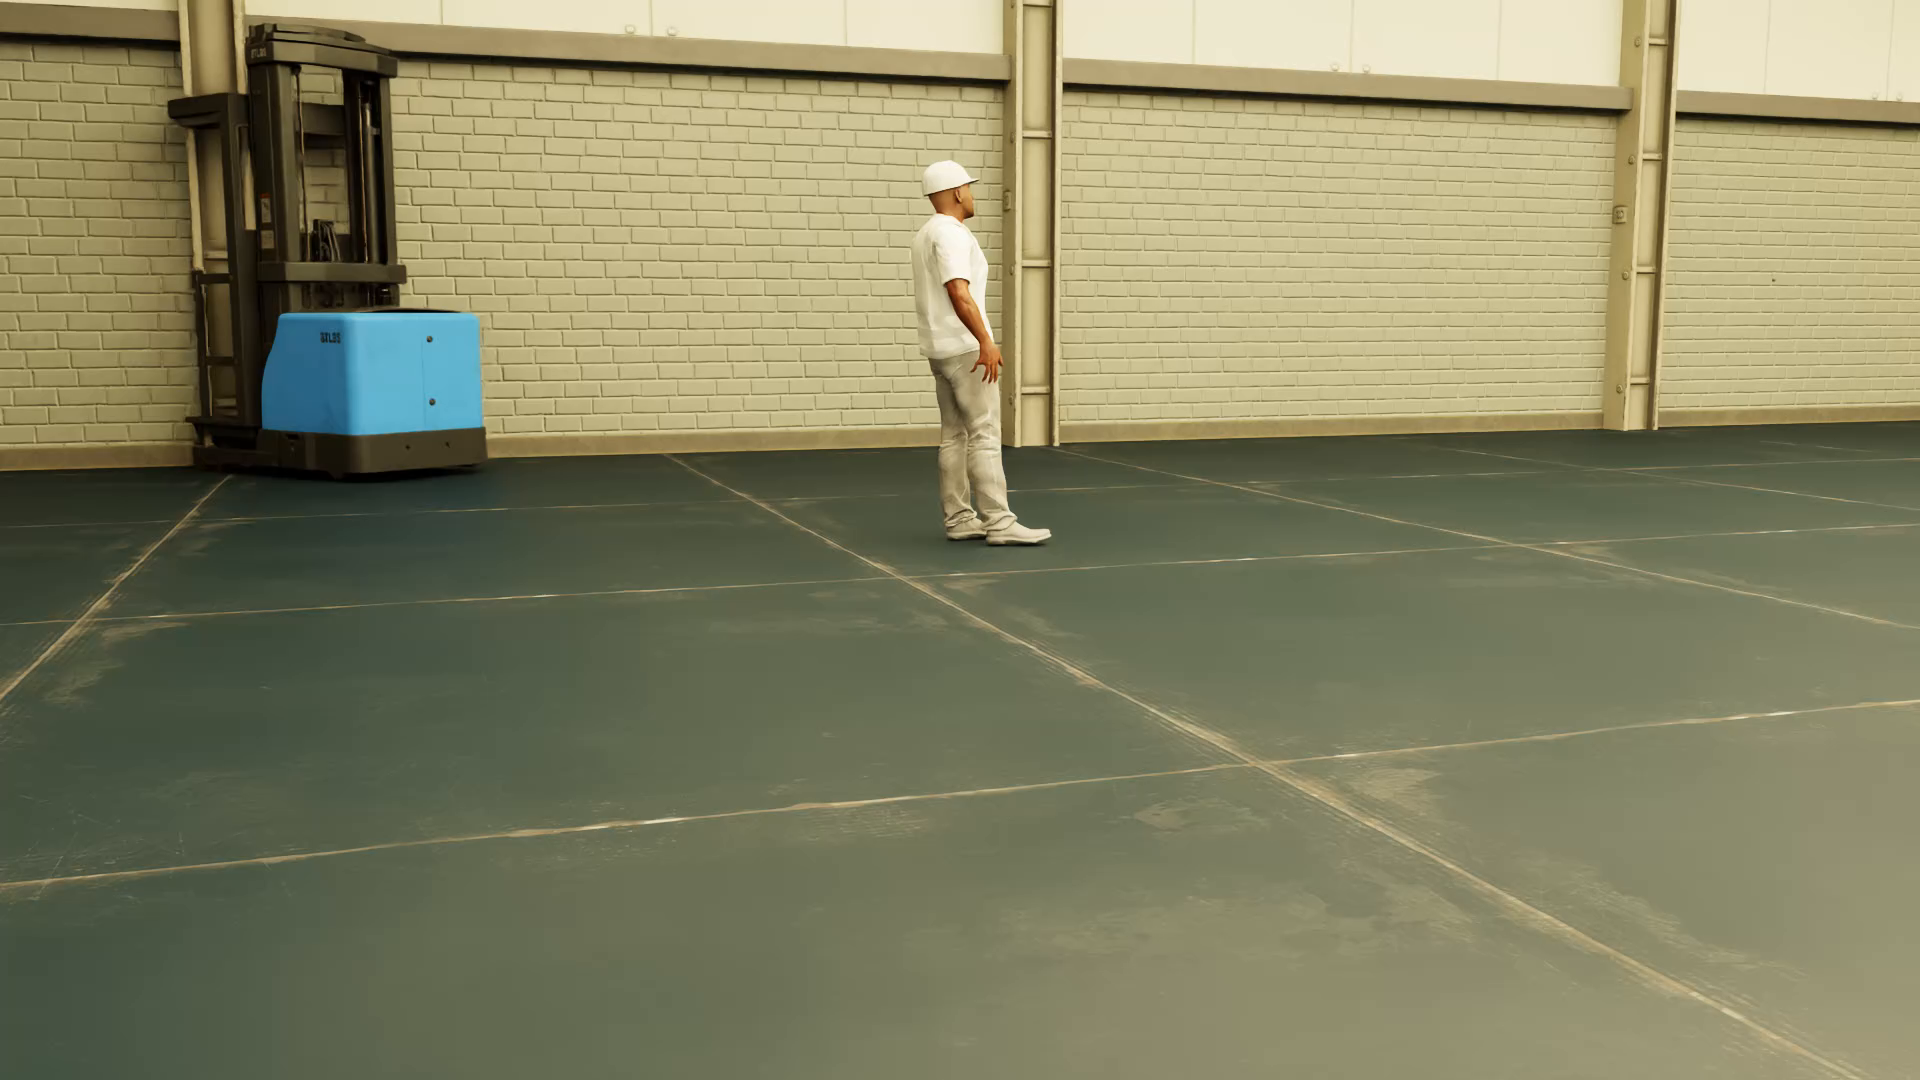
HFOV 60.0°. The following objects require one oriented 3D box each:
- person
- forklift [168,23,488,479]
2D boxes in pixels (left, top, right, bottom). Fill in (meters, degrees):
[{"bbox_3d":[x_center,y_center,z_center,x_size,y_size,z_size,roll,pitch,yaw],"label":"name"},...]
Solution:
[{"bbox_3d":[0.068,-0.885,7.820,0.577,1.765,0.665,-3,8,-18],"label":"person"},{"bbox_3d":[-4.685,-1.972,11.546,3.031,2.935,1.130,6,10,36],"label":"forklift"}]
